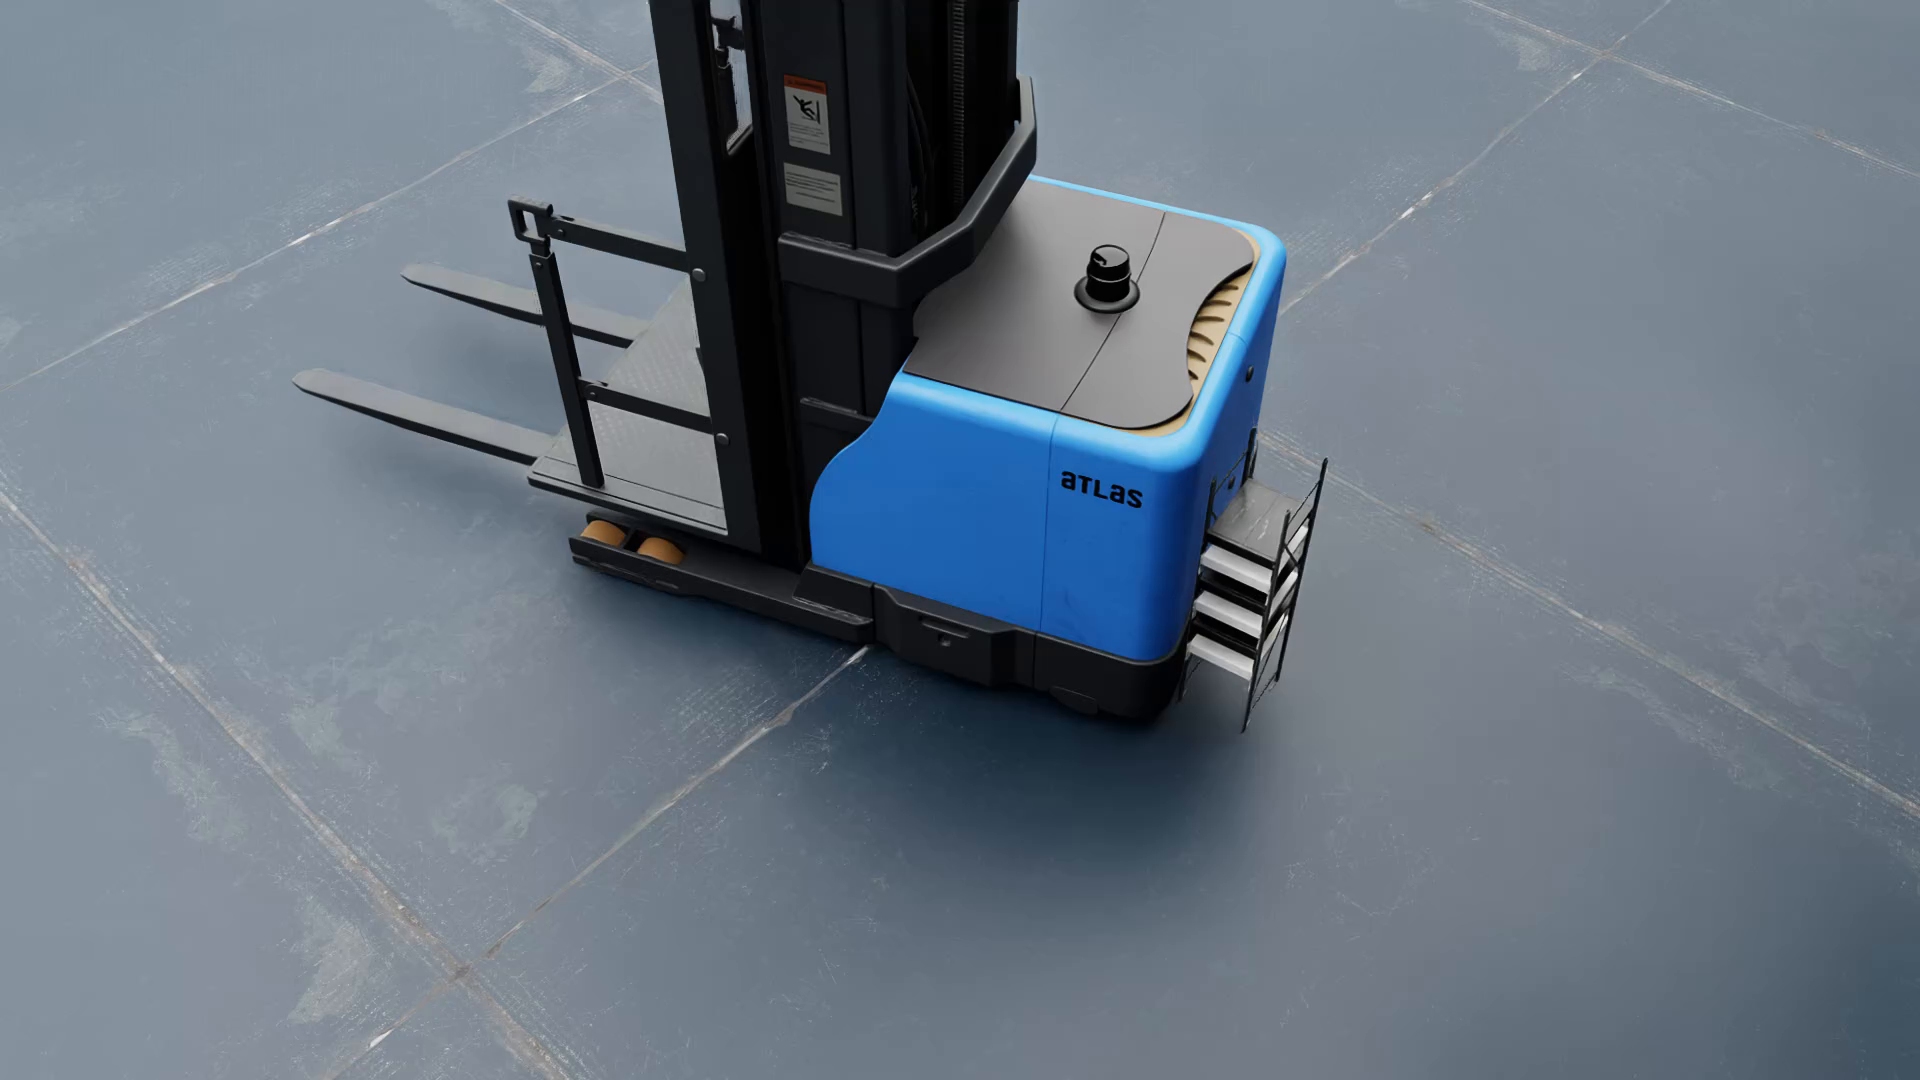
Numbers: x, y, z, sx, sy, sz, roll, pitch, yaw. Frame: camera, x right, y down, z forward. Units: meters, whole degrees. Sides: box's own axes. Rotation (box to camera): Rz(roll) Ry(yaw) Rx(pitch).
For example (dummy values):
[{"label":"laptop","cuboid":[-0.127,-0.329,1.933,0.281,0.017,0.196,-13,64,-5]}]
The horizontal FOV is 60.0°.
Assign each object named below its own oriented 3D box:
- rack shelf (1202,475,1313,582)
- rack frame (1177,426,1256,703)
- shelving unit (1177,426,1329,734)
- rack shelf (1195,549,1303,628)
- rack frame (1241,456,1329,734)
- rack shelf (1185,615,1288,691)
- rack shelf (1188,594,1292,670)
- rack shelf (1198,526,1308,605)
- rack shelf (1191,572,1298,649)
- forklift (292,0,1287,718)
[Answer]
[{"label":"rack shelf","cuboid":[0.781,-0.033,4.339,0.200,0.077,0.258,25,52,22]},{"label":"rack frame","cuboid":[0.696,0.089,4.549,0.006,0.900,0.240,25,52,22]},{"label":"shelving unit","cuboid":[0.781,0.129,4.511,0.210,0.900,0.258,25,52,22]},{"label":"rack shelf","cuboid":[0.781,0.091,4.470,0.200,0.077,0.258,25,52,22]},{"label":"rack frame","cuboid":[0.866,0.170,4.473,0.006,0.900,0.240,25,52,22]},{"label":"rack shelf","cuboid":[0.781,0.275,4.667,0.200,0.077,0.258,25,52,22]},{"label":"rack shelf","cuboid":[0.781,0.214,4.601,0.200,0.077,0.258,25,52,22]},{"label":"rack shelf","cuboid":[0.781,0.029,4.404,0.200,0.077,0.258,25,52,22]},{"label":"rack shelf","cuboid":[0.781,0.152,4.536,0.200,0.077,0.258,25,52,22]},{"label":"forklift","cuboid":[-0.655,-1.189,4.356,3.031,2.935,1.130,16,49,15]}]
